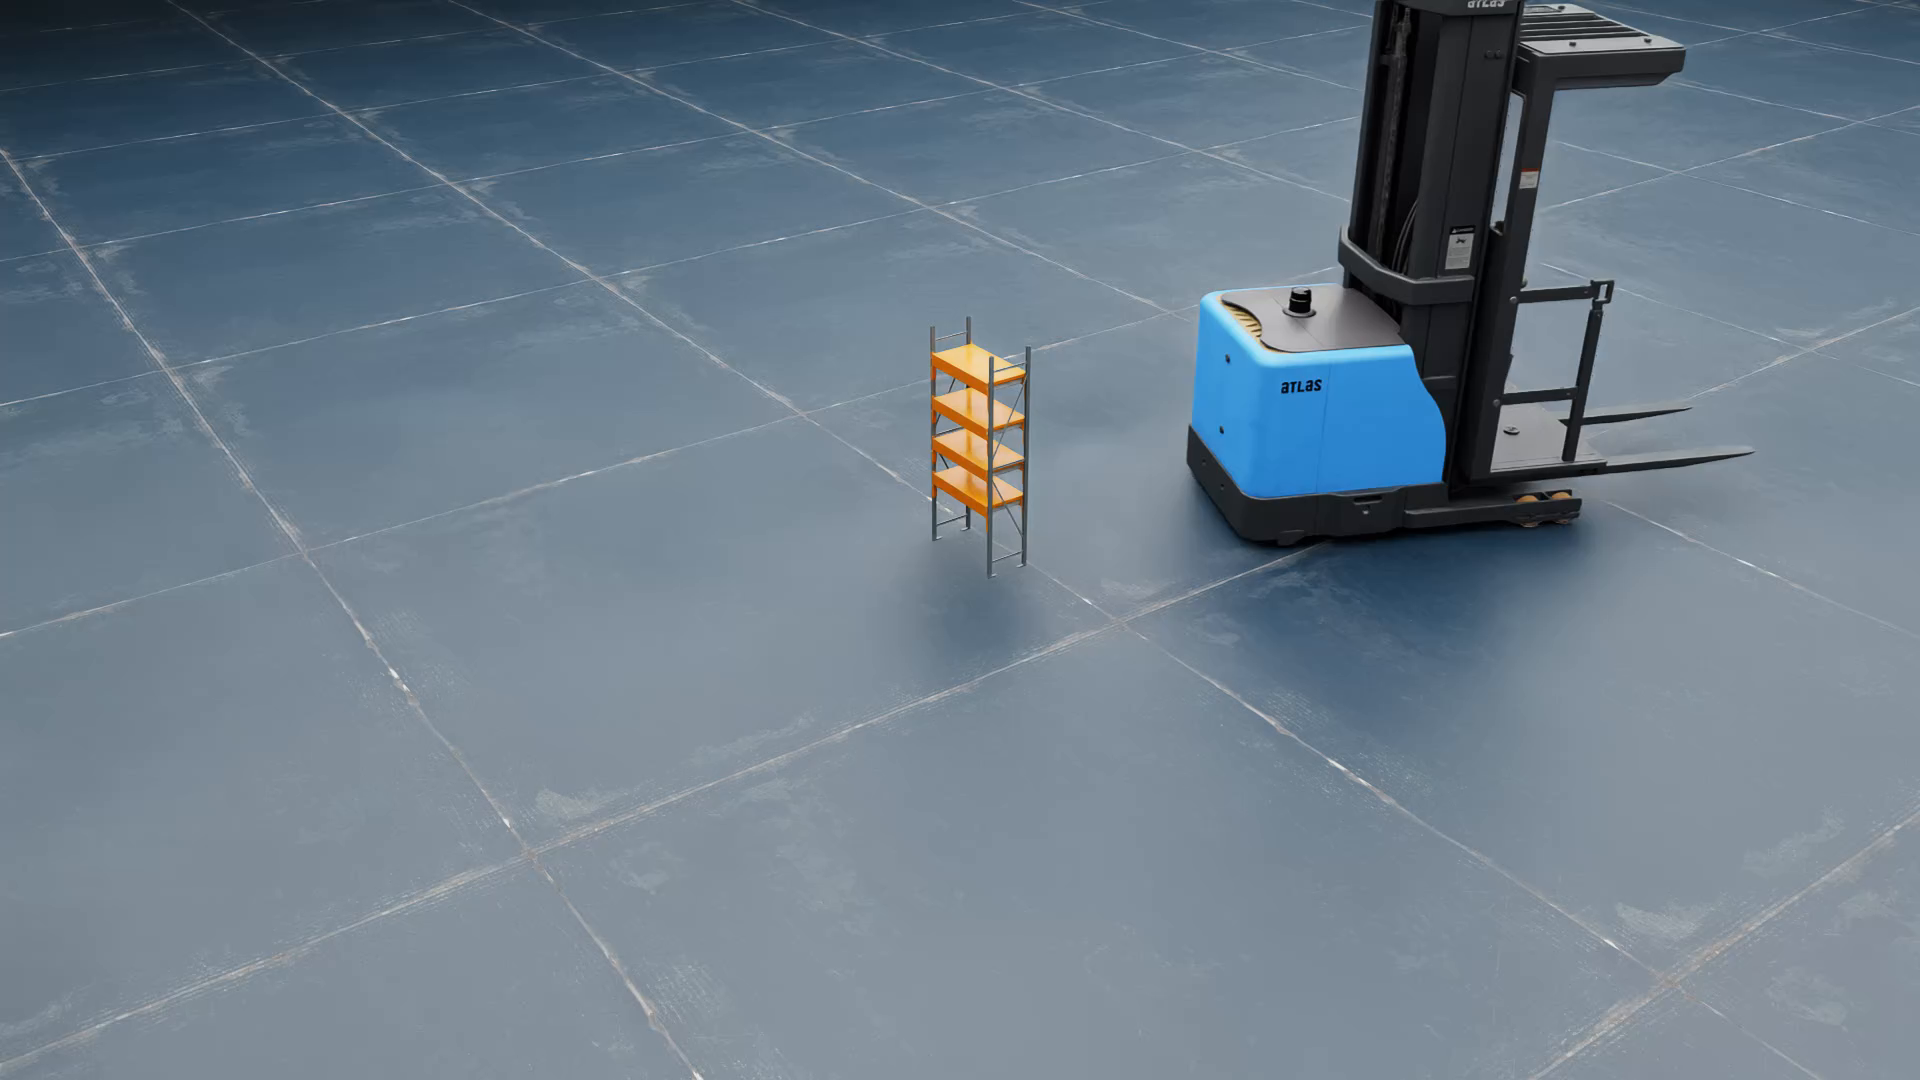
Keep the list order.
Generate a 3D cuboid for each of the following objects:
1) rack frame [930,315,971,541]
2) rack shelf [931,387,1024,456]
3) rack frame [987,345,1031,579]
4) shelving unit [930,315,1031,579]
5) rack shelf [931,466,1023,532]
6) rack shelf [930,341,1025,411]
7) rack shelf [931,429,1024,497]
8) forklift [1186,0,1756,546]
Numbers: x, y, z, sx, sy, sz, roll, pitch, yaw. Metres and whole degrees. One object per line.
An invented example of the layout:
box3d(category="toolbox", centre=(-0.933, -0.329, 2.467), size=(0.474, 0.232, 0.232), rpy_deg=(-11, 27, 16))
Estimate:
box3d(category="rack frame", centre=(-0.046, -0.558, 8.520), size=(0.240, 1.200, 0.015), rpy_deg=(-19, 34, -31))
box3d(category="rack shelf", centre=(0.096, -0.600, 8.271), size=(0.258, 0.148, 0.480), rpy_deg=(-19, 34, -31))
box3d(category="rack frame", centre=(0.238, -0.368, 8.170), size=(0.240, 1.200, 0.015), rpy_deg=(-19, 34, -31))
box3d(category="shelving unit", centre=(0.096, -0.463, 8.345), size=(0.258, 1.200, 0.503), rpy_deg=(-19, 34, -31))
box3d(category="rack shelf", centre=(0.096, -0.229, 8.472), size=(0.258, 0.148, 0.480), rpy_deg=(-19, 34, -31))
box3d(category="rack shelf", centre=(0.096, -0.808, 8.158), size=(0.258, 0.148, 0.480), rpy_deg=(-19, 34, -31))
box3d(category="rack shelf", centre=(0.096, -0.404, 8.377), size=(0.258, 0.148, 0.480), rpy_deg=(-19, 34, -31))
box3d(category="forklift", centre=(2.849, -1.598, 8.621), size=(3.031, 2.935, 1.130), rpy_deg=(-5, 29, -10))
